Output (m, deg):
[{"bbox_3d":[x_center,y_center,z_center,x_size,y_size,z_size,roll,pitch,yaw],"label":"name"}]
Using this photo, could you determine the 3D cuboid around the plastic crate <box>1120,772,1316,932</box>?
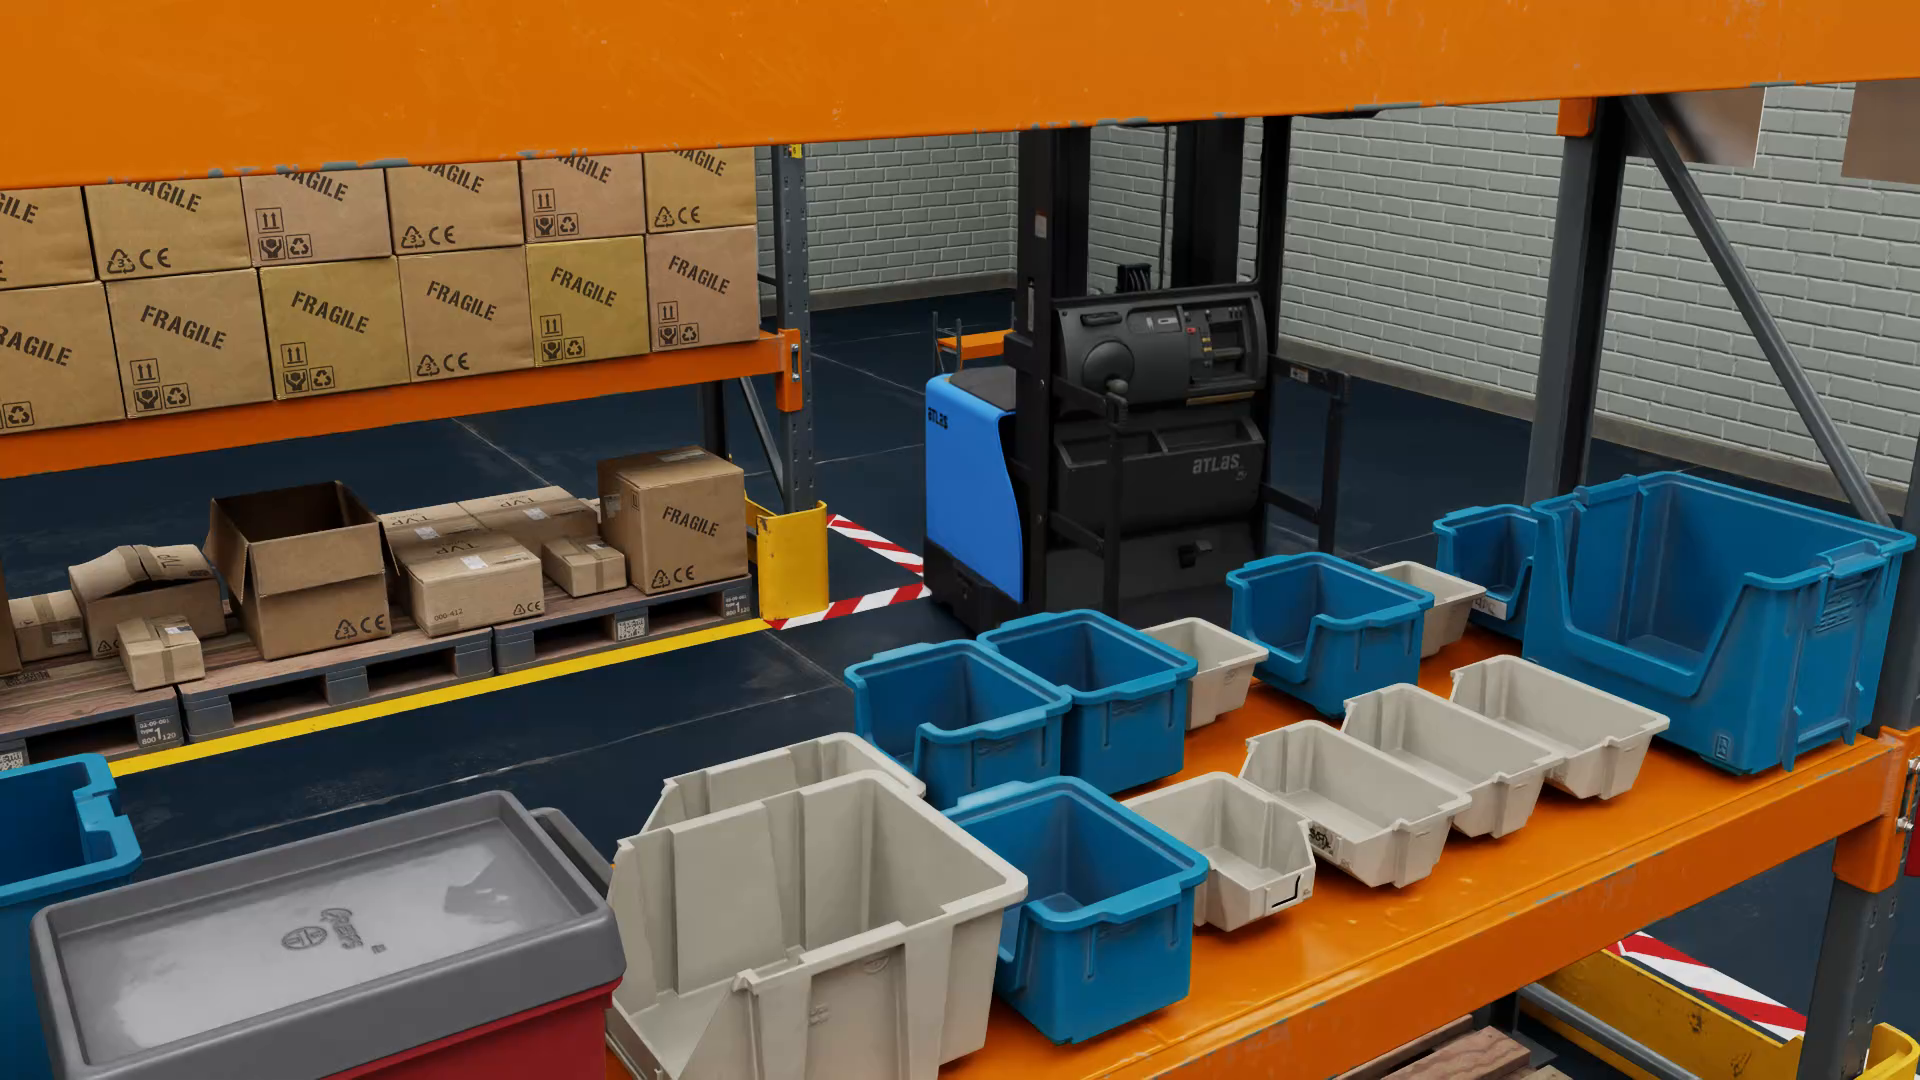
[{"bbox_3d":[0.442,0.534,2.799,0.250,0.136,0.298,-12,22,-31],"label":"plastic crate"}]

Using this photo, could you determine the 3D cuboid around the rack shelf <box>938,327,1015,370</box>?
[{"bbox_3d":[0.138,-0.970,8.513,0.480,0.148,0.258,-12,22,-31],"label":"rack shelf"}]

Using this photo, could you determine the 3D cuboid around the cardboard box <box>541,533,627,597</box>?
[{"bbox_3d":[-1.697,0.103,7.494,0.250,0.166,0.380,-12,22,-31],"label":"cardboard box"}]

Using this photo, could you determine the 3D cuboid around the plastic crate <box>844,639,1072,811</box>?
[{"bbox_3d":[-0.007,0.377,3.114,0.300,0.233,0.416,-12,22,-31],"label":"plastic crate"}]

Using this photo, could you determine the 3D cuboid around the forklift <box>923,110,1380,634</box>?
[{"bbox_3d":[0.905,-0.765,6.431,1.130,2.935,3.031,-8,20,-24],"label":"forklift"}]

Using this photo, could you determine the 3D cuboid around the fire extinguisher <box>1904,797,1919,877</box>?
[{"bbox_3d":[2.106,0.394,3.599,0.183,0.674,0.296,-12,22,-31],"label":"fire extinguisher"}]

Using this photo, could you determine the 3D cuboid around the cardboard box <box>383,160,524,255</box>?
[{"bbox_3d":[-2.063,-1.427,6.565,0.500,0.500,0.500,-11,22,-30],"label":"cardboard box"}]

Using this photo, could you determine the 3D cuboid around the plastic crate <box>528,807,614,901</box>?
[{"bbox_3d":[-0.823,0.623,2.554,0.590,0.125,0.437,-12,22,-31],"label":"plastic crate"}]

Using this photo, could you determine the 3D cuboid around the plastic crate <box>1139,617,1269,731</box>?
[{"bbox_3d":[0.463,0.291,3.517,0.298,0.136,0.250,-12,22,-31],"label":"plastic crate"}]

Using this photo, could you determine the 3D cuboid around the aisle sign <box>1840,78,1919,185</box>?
[{"bbox_3d":[1.951,-1.080,3.197,0.004,0.787,0.394,-12,22,-31],"label":"aisle sign"}]

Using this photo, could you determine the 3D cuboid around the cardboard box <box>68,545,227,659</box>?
[{"bbox_3d":[-3.385,0.222,6.917,0.500,0.311,0.500,-12,22,-31],"label":"cardboard box"}]

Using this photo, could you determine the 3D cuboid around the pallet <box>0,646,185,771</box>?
[{"bbox_3d":[-3.758,0.665,6.448,1.213,0.211,1.003,-12,22,-31],"label":"pallet"}]

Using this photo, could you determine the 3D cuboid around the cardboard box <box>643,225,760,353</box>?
[{"bbox_3d":[-1.215,-1.136,7.264,0.500,0.500,0.500,-11,22,-30],"label":"cardboard box"}]

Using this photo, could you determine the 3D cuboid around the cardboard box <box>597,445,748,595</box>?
[{"bbox_3d":[-1.310,-0.102,7.580,0.500,0.500,0.500,-12,22,-31],"label":"cardboard box"}]

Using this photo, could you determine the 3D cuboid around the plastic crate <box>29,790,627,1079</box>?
[{"bbox_3d":[-0.727,0.641,1.971,0.583,0.464,0.402,-12,22,-31],"label":"plastic crate"}]

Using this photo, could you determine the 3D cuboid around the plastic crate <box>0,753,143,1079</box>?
[{"bbox_3d":[-1.408,0.596,2.230,0.575,0.384,0.392,-12,22,-31],"label":"plastic crate"}]

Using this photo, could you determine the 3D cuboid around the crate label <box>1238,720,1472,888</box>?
[{"bbox_3d":[0.680,0.477,2.968,0.243,0.136,0.396,-12,22,-31],"label":"crate label"}]

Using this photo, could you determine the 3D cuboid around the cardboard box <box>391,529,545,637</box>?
[{"bbox_3d":[-2.120,0.175,7.149,0.500,0.250,0.500,-12,22,-31],"label":"cardboard box"}]

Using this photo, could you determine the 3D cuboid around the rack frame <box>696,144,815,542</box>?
[{"bbox_3d":[-0.991,-1.240,7.729,0.127,3.000,1.000,-12,22,-31],"label":"rack frame"}]

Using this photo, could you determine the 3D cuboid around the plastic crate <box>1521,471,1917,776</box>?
[{"bbox_3d":[1.553,0.149,3.470,0.499,0.435,0.616,-12,22,-31],"label":"plastic crate"}]

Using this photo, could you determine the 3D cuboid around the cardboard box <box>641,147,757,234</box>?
[{"bbox_3d":[-1.211,-1.609,7.103,0.500,0.500,0.500,-12,22,-32],"label":"cardboard box"}]

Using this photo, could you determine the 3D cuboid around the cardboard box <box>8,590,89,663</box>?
[{"bbox_3d":[-3.732,0.348,6.795,0.250,0.149,0.380,-12,22,-31],"label":"cardboard box"}]

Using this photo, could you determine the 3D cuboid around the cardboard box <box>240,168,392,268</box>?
[{"bbox_3d":[-2.492,-1.337,6.298,0.500,0.500,0.500,-11,22,-30],"label":"cardboard box"}]

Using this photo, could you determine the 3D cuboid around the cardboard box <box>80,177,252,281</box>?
[{"bbox_3d":[-2.923,-1.245,6.028,0.500,0.500,0.500,-13,22,-33],"label":"cardboard box"}]

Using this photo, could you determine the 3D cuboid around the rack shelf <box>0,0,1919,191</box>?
[{"bbox_3d":[0.060,-0.642,2.400,4.000,0.370,1.077,-12,22,-31],"label":"rack shelf"}]

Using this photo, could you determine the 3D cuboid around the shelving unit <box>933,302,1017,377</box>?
[{"bbox_3d":[0.138,-0.598,8.639,0.503,1.200,0.258,-12,22,-31],"label":"shelving unit"}]

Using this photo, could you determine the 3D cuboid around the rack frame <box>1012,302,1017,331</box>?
[{"bbox_3d":[0.342,-0.641,8.766,0.015,1.200,0.240,-12,22,-31],"label":"rack frame"}]

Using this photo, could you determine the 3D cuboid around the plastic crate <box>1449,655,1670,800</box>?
[{"bbox_3d":[1.149,0.374,3.272,0.243,0.136,0.396,-12,22,-31],"label":"plastic crate"}]

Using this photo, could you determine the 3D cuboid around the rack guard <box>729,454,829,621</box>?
[{"bbox_3d":[-1.054,-0.042,8.089,0.348,0.500,1.175,-12,22,-31],"label":"rack guard"}]

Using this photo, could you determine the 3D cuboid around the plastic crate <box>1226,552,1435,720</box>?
[{"bbox_3d":[0.793,0.208,3.614,0.300,0.233,0.416,-12,22,-31],"label":"plastic crate"}]

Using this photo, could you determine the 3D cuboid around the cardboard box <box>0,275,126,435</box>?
[{"bbox_3d":[-3.330,-0.691,5.948,0.500,0.500,0.500,-11,22,-30],"label":"cardboard box"}]

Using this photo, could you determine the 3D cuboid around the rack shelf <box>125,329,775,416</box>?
[{"bbox_3d":[-2.661,-0.639,6.771,3.809,0.124,0.919,-12,22,-31],"label":"rack shelf"}]

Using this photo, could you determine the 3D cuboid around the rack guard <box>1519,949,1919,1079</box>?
[{"bbox_3d":[1.743,1.262,4.231,0.348,0.500,1.175,-12,22,-31],"label":"rack guard"}]

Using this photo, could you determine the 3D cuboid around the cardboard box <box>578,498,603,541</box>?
[{"bbox_3d":[-1.738,-0.080,8.035,0.250,0.166,0.380,-12,22,-31],"label":"cardboard box"}]

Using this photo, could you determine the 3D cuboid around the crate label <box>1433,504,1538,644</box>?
[{"bbox_3d":[1.343,0.092,3.957,0.303,0.233,0.416,-12,22,-31],"label":"crate label"}]

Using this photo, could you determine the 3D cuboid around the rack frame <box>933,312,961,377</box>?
[{"bbox_3d":[-0.066,-0.555,8.512,0.015,1.200,0.240,-12,22,-31],"label":"rack frame"}]

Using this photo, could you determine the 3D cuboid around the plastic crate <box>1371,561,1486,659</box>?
[{"bbox_3d":[1.029,0.172,3.871,0.298,0.136,0.250,-12,22,-31],"label":"plastic crate"}]

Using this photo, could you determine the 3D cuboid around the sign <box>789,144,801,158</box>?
[{"bbox_3d":[-0.702,-1.786,7.043,0.005,0.325,0.100,-12,22,-31],"label":"sign"}]

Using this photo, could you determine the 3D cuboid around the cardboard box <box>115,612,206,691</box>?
[{"bbox_3d":[-3.145,0.427,6.534,0.250,0.166,0.380,-12,22,-31],"label":"cardboard box"}]

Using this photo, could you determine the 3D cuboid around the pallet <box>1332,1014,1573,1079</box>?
[{"bbox_3d":[1.020,1.542,3.855,1.213,0.211,1.003,-12,22,-31],"label":"pallet"}]

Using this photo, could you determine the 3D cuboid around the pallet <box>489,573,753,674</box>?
[{"bbox_3d":[-1.720,0.235,7.720,1.213,0.211,1.003,-12,22,-31],"label":"pallet"}]

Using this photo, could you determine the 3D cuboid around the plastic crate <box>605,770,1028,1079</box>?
[{"bbox_3d":[-0.234,0.598,2.383,0.530,0.282,0.437,-12,22,-31],"label":"plastic crate"}]

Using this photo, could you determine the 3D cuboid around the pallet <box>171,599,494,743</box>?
[{"bbox_3d":[-2.738,0.449,7.088,1.213,0.211,1.003,-12,22,-31],"label":"pallet"}]

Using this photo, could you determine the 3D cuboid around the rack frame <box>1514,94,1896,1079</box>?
[{"bbox_3d":[1.732,0.087,3.805,0.053,2.616,0.949,-12,22,-31],"label":"rack frame"}]

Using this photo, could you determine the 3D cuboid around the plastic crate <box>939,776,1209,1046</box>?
[{"bbox_3d":[0.156,0.567,2.552,0.300,0.233,0.416,-12,22,-31],"label":"plastic crate"}]

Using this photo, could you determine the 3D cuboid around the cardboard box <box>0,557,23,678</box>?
[{"bbox_3d":[-4.012,0.264,6.496,0.500,0.500,0.500,-12,22,-31],"label":"cardboard box"}]

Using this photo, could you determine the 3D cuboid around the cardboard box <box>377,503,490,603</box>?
[{"bbox_3d":[-2.436,0.050,7.519,0.500,0.250,0.500,-12,22,-31],"label":"cardboard box"}]

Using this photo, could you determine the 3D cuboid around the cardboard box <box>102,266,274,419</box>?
[{"bbox_3d":[-2.911,-0.778,6.207,0.500,0.500,0.500,-12,22,-32],"label":"cardboard box"}]

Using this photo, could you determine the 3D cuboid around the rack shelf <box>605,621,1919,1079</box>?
[{"bbox_3d":[0.060,0.779,2.881,4.000,0.370,1.077,-12,22,-31],"label":"rack shelf"}]

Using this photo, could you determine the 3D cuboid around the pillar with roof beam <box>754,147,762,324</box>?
[{"bbox_3d":[0.428,-4.962,9.370,0.400,9.000,9.100,-12,22,-31],"label":"pillar with roof beam"}]

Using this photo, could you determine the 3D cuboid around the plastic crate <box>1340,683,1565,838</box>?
[{"bbox_3d":[0.899,0.421,3.133,0.243,0.136,0.396,-12,22,-31],"label":"plastic crate"}]

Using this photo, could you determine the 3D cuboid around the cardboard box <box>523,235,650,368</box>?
[{"bbox_3d":[-1.647,-1.043,6.991,0.500,0.500,0.500,-12,22,-31],"label":"cardboard box"}]

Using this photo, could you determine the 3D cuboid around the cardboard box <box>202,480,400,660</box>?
[{"bbox_3d":[-2.765,0.107,6.957,0.637,0.503,0.797,-12,22,-31],"label":"cardboard box"}]

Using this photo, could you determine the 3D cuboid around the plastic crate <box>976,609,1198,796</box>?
[{"bbox_3d":[0.243,0.324,3.271,0.300,0.233,0.416,-12,22,-31],"label":"plastic crate"}]

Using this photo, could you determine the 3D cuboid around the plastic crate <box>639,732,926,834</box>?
[{"bbox_3d":[-0.322,0.500,2.901,0.466,0.136,0.293,-12,22,-31],"label":"plastic crate"}]

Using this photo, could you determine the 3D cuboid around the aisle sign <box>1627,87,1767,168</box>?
[{"bbox_3d":[1.627,-1.238,3.664,0.004,0.787,0.394,-12,22,-31],"label":"aisle sign"}]
